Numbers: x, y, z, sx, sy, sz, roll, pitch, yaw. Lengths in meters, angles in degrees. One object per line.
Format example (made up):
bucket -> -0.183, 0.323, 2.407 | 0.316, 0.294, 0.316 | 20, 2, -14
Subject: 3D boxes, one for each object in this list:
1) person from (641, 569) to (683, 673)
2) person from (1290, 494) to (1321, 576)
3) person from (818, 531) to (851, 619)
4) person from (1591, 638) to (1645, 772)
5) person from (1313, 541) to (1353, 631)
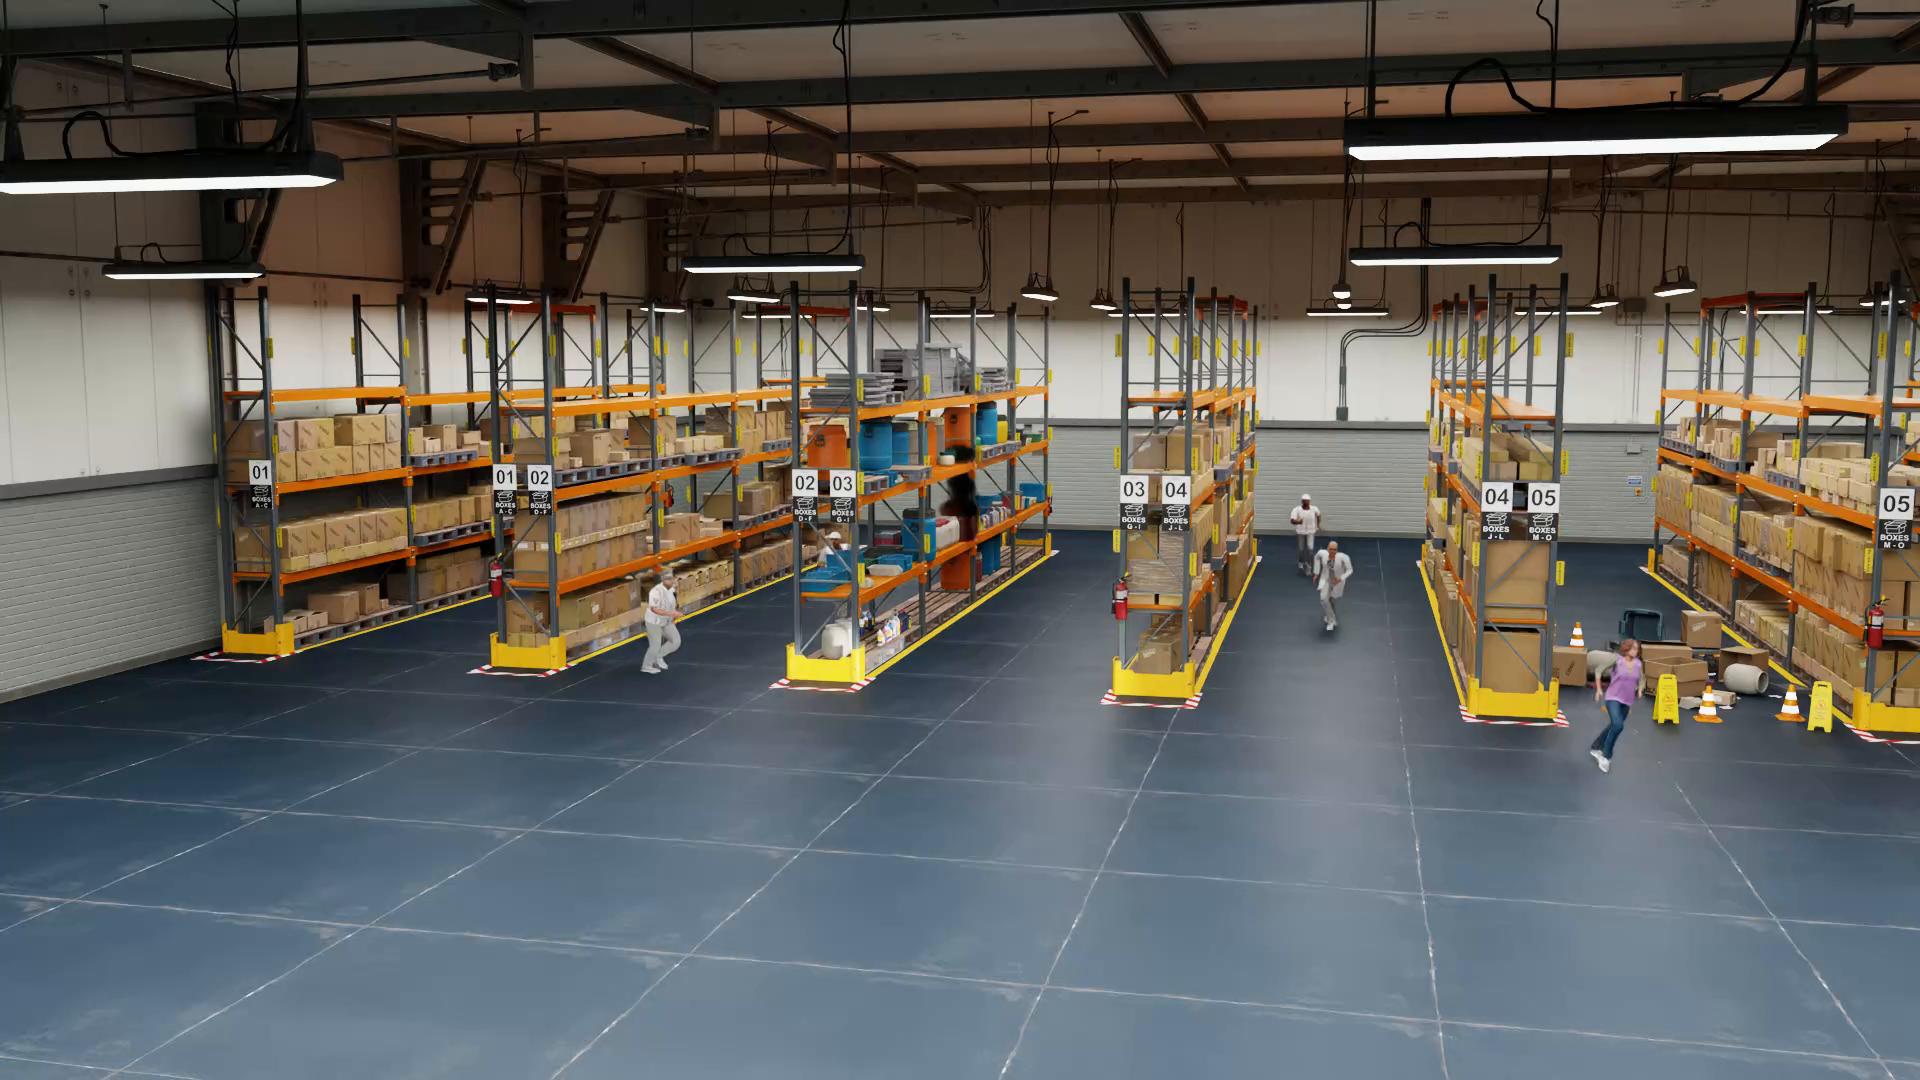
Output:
person -> -4.567, 1.246, 25.594 | 0.831, 1.655, 0.668 | 4, 8, 32
person -> 7.690, -0.122, 37.006 | 0.682, 1.823, 0.848 | 1, 7, 8
person -> -2.168, 0.699, 29.984 | 0.712, 1.753, 0.999 | 1, 7, 9
person -> 7.835, 1.934, 19.853 | 0.609, 1.556, 0.747 | -1, 7, -10
person -> 6.716, 0.774, 29.930 | 0.707, 1.616, 1.121 | 2, 7, 16
